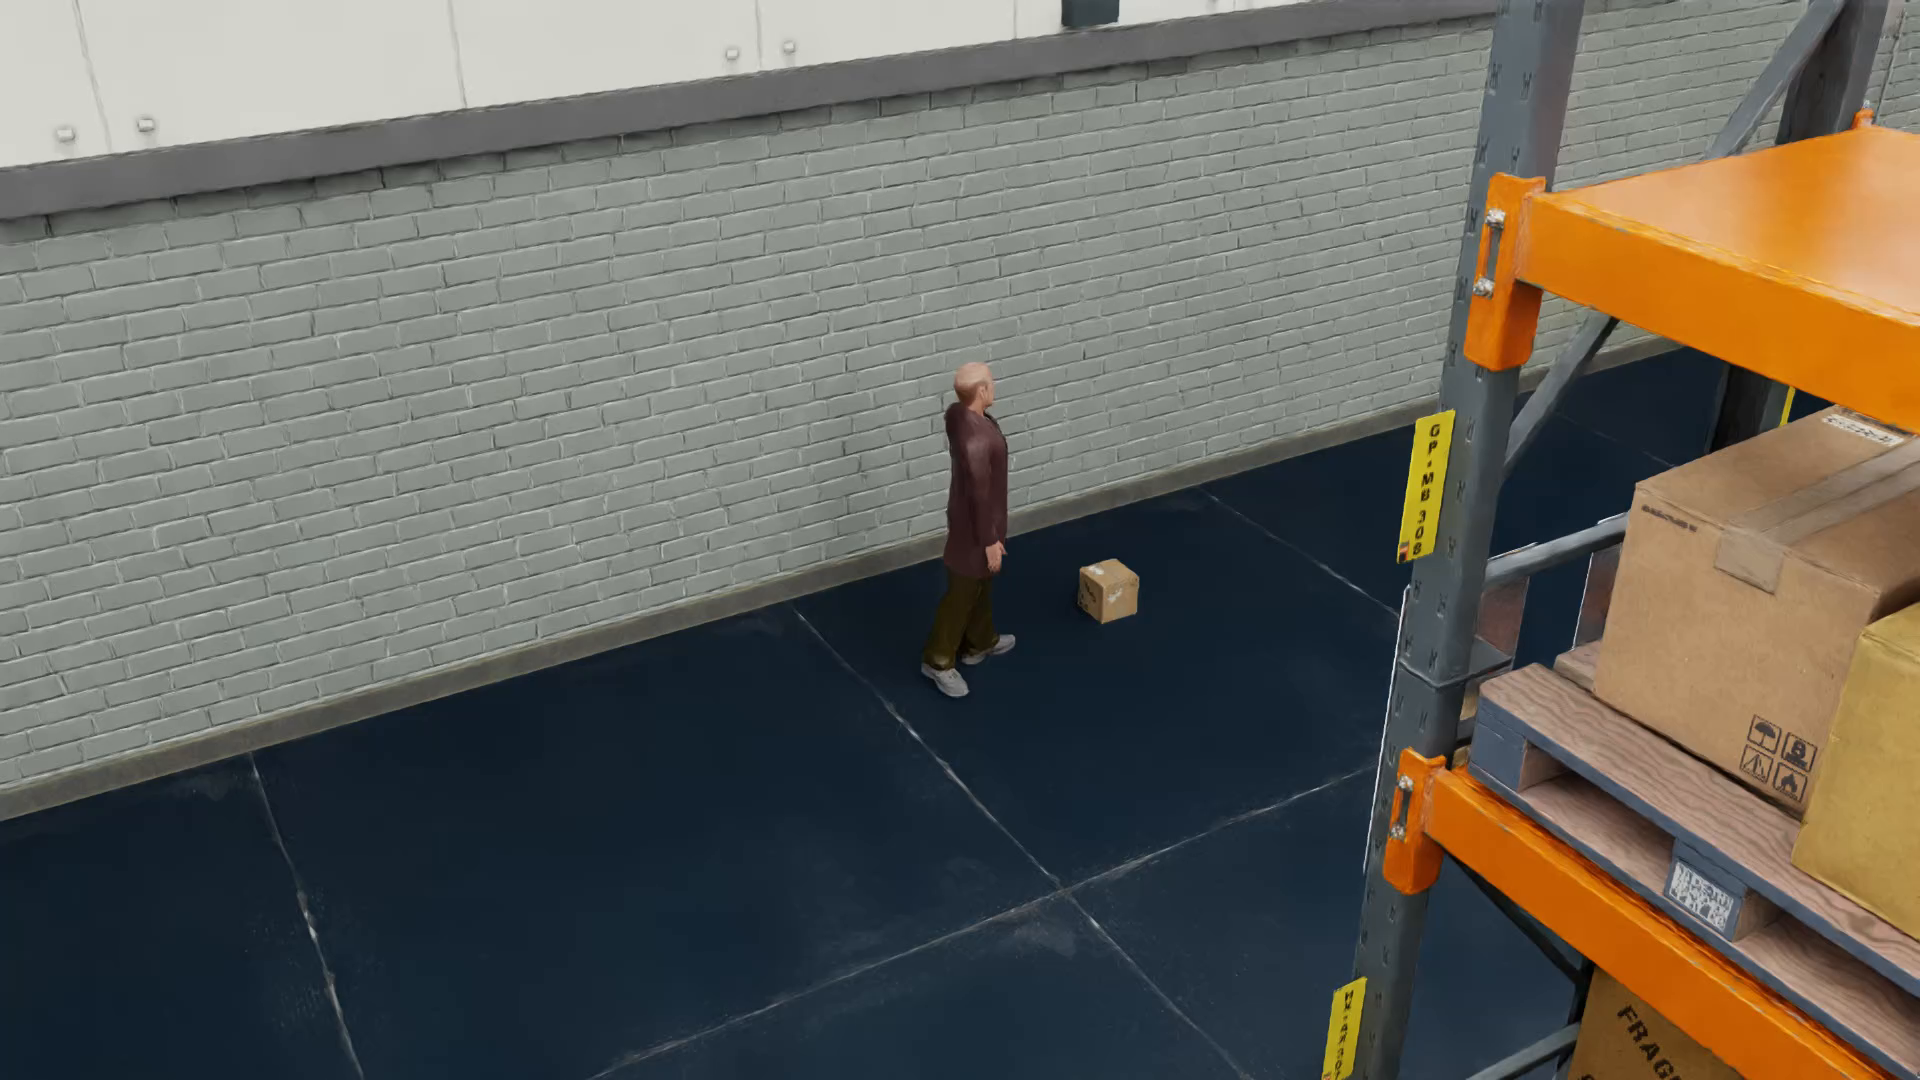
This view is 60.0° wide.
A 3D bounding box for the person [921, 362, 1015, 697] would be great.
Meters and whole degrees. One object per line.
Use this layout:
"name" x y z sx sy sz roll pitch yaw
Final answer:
"person" 0.055 -0.094 8.755 0.564 1.780 0.740 -4 29 -7
